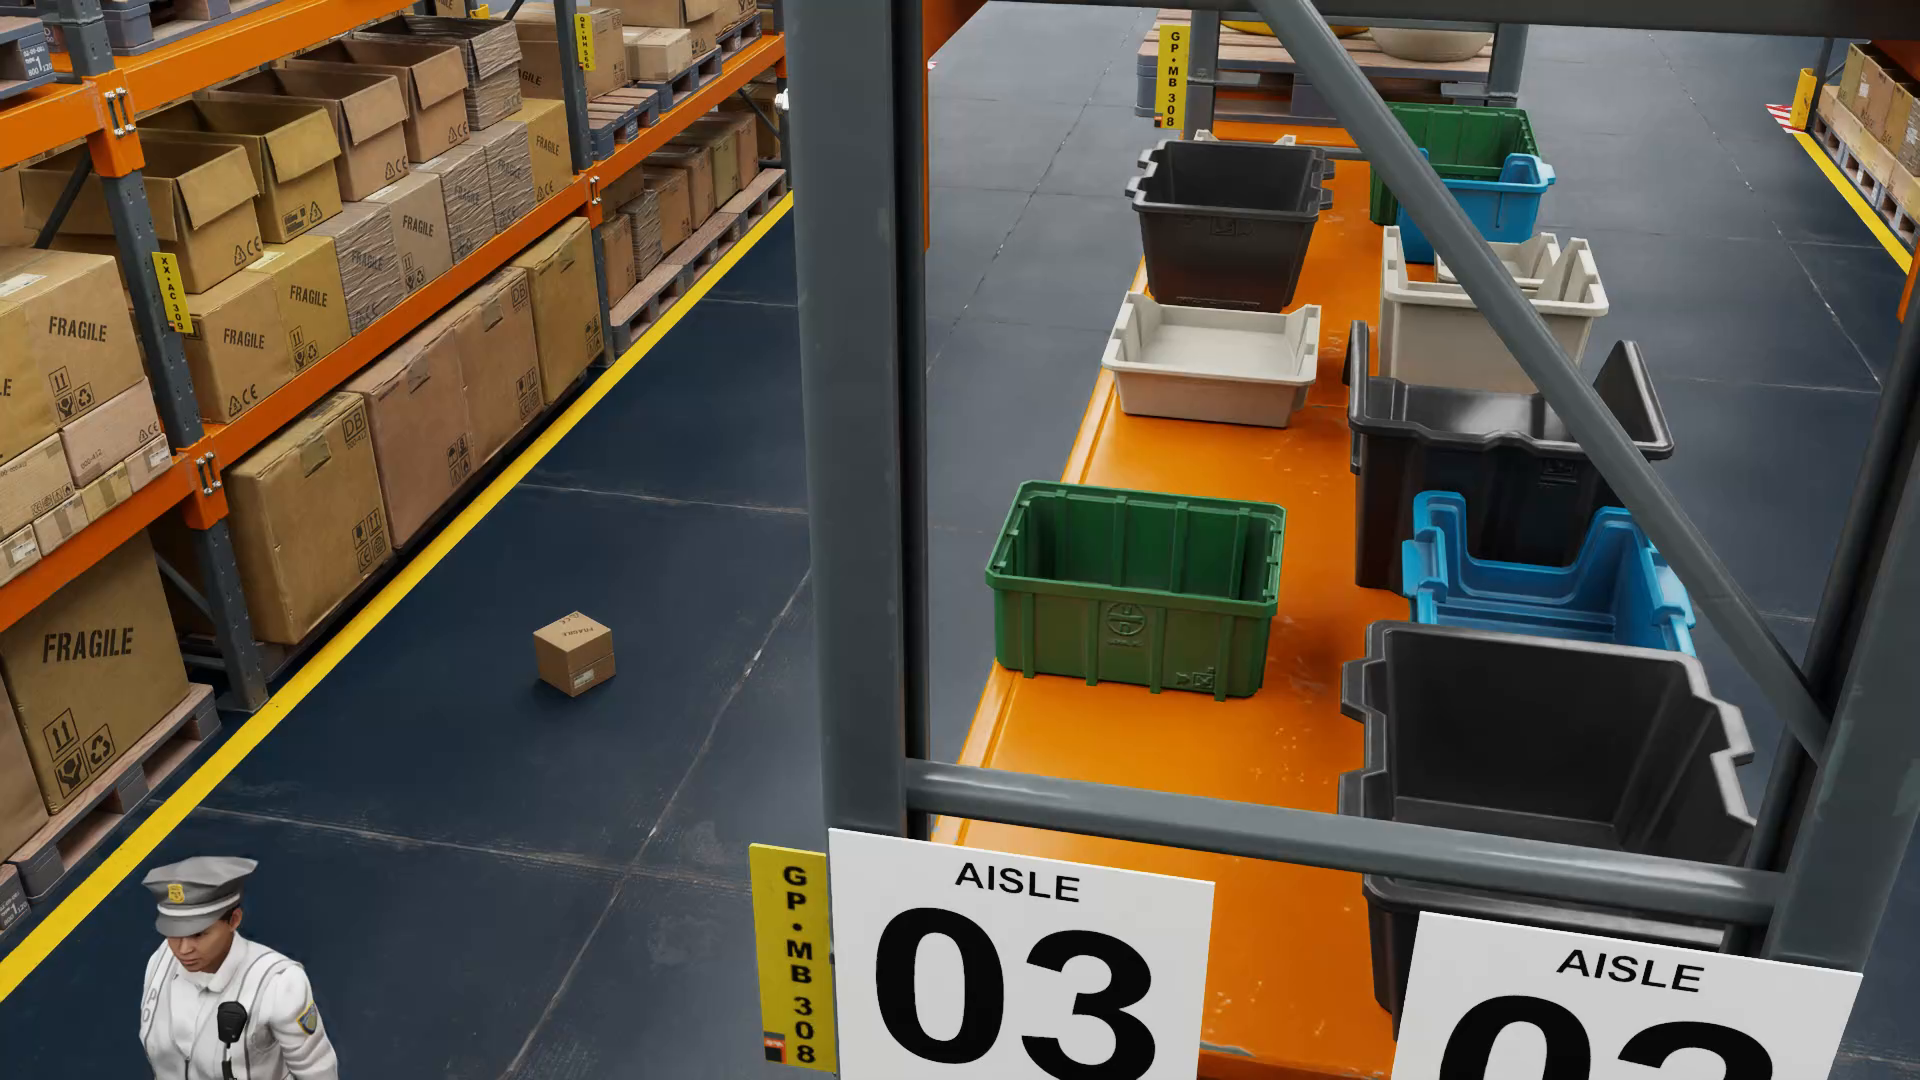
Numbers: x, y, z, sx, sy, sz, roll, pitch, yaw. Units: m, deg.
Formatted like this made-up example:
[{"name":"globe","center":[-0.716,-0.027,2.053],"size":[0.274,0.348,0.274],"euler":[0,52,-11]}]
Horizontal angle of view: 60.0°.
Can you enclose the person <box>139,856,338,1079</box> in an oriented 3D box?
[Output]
[{"name":"person","center":[-1.838,1.500,4.356],"size":[0.473,1.667,0.707],"euler":[9,30,15]}]
